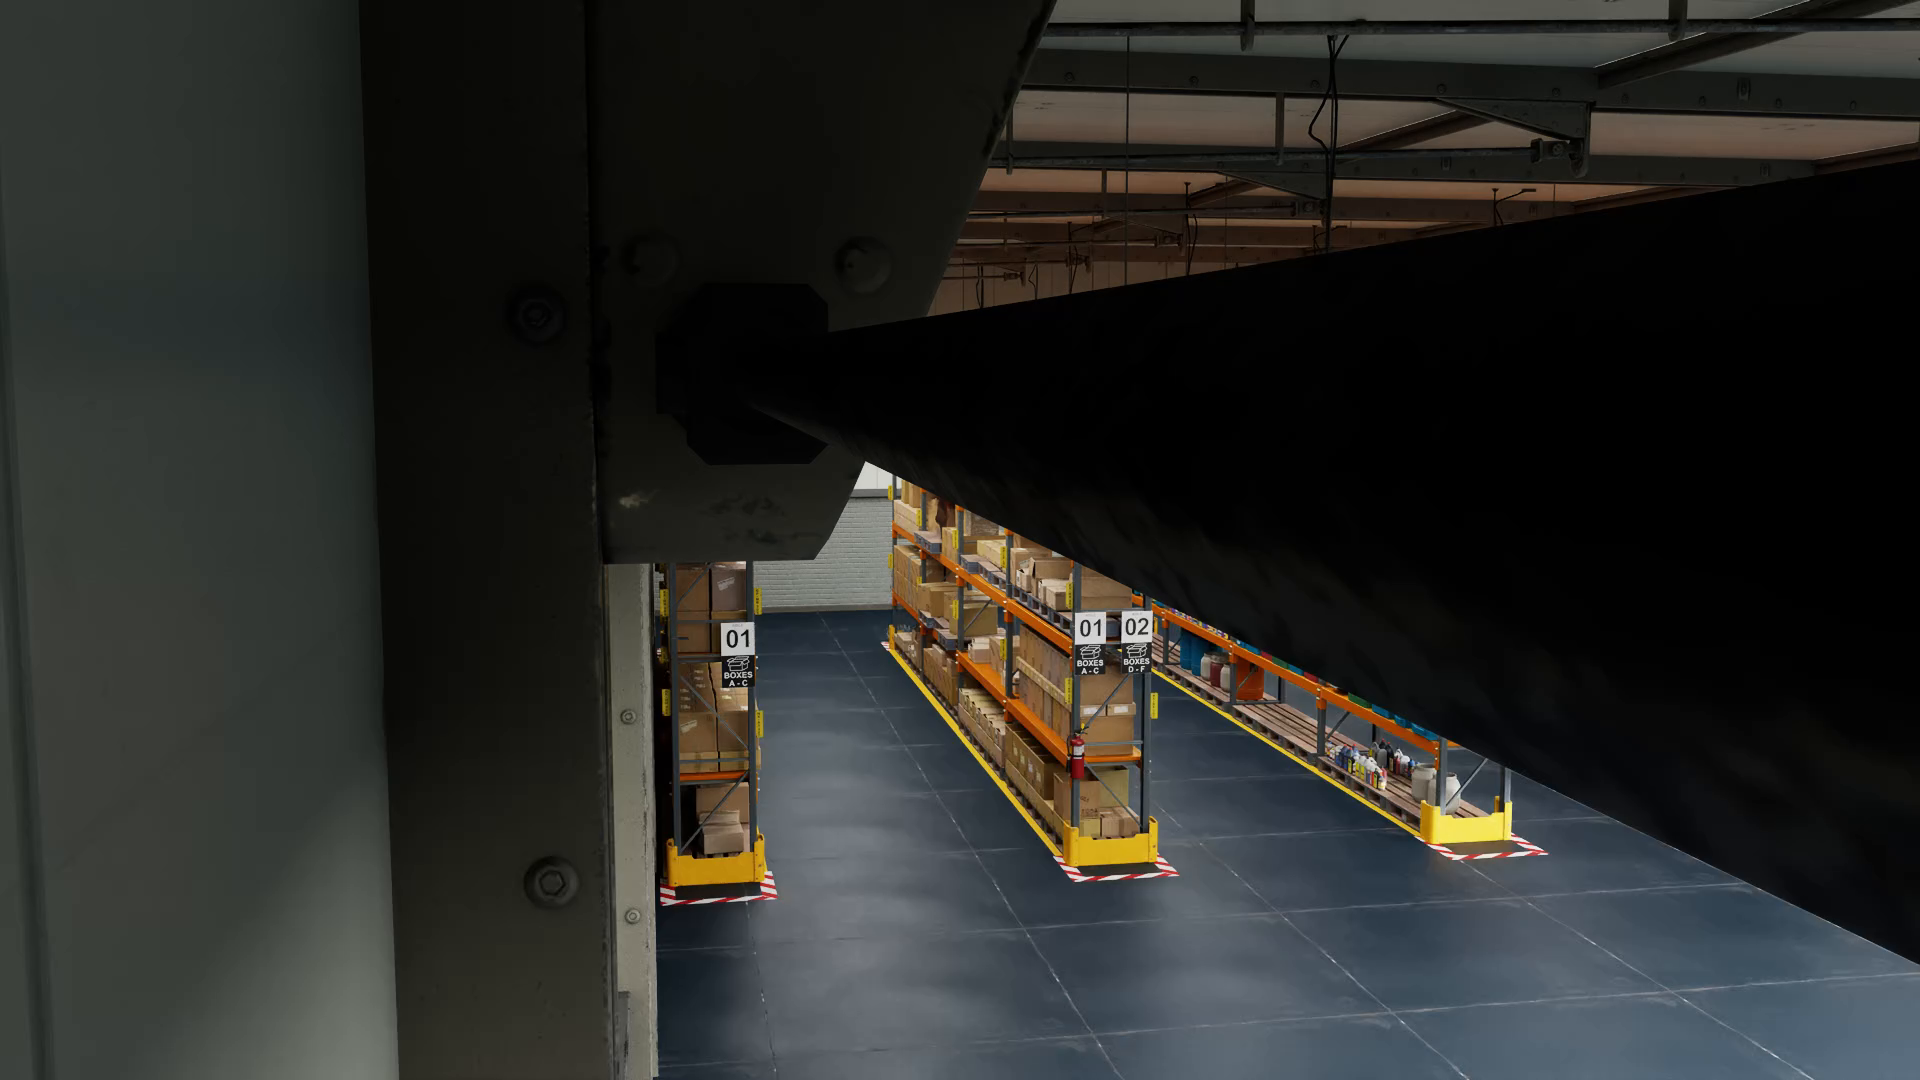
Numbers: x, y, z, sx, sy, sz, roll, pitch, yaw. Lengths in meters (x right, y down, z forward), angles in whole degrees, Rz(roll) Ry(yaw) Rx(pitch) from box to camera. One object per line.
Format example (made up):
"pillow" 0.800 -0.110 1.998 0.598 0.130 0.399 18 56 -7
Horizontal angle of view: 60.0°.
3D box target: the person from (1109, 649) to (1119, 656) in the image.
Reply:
"person" 2.695 2.182 31.155 0.595 1.579 0.560 -2 7 -18
